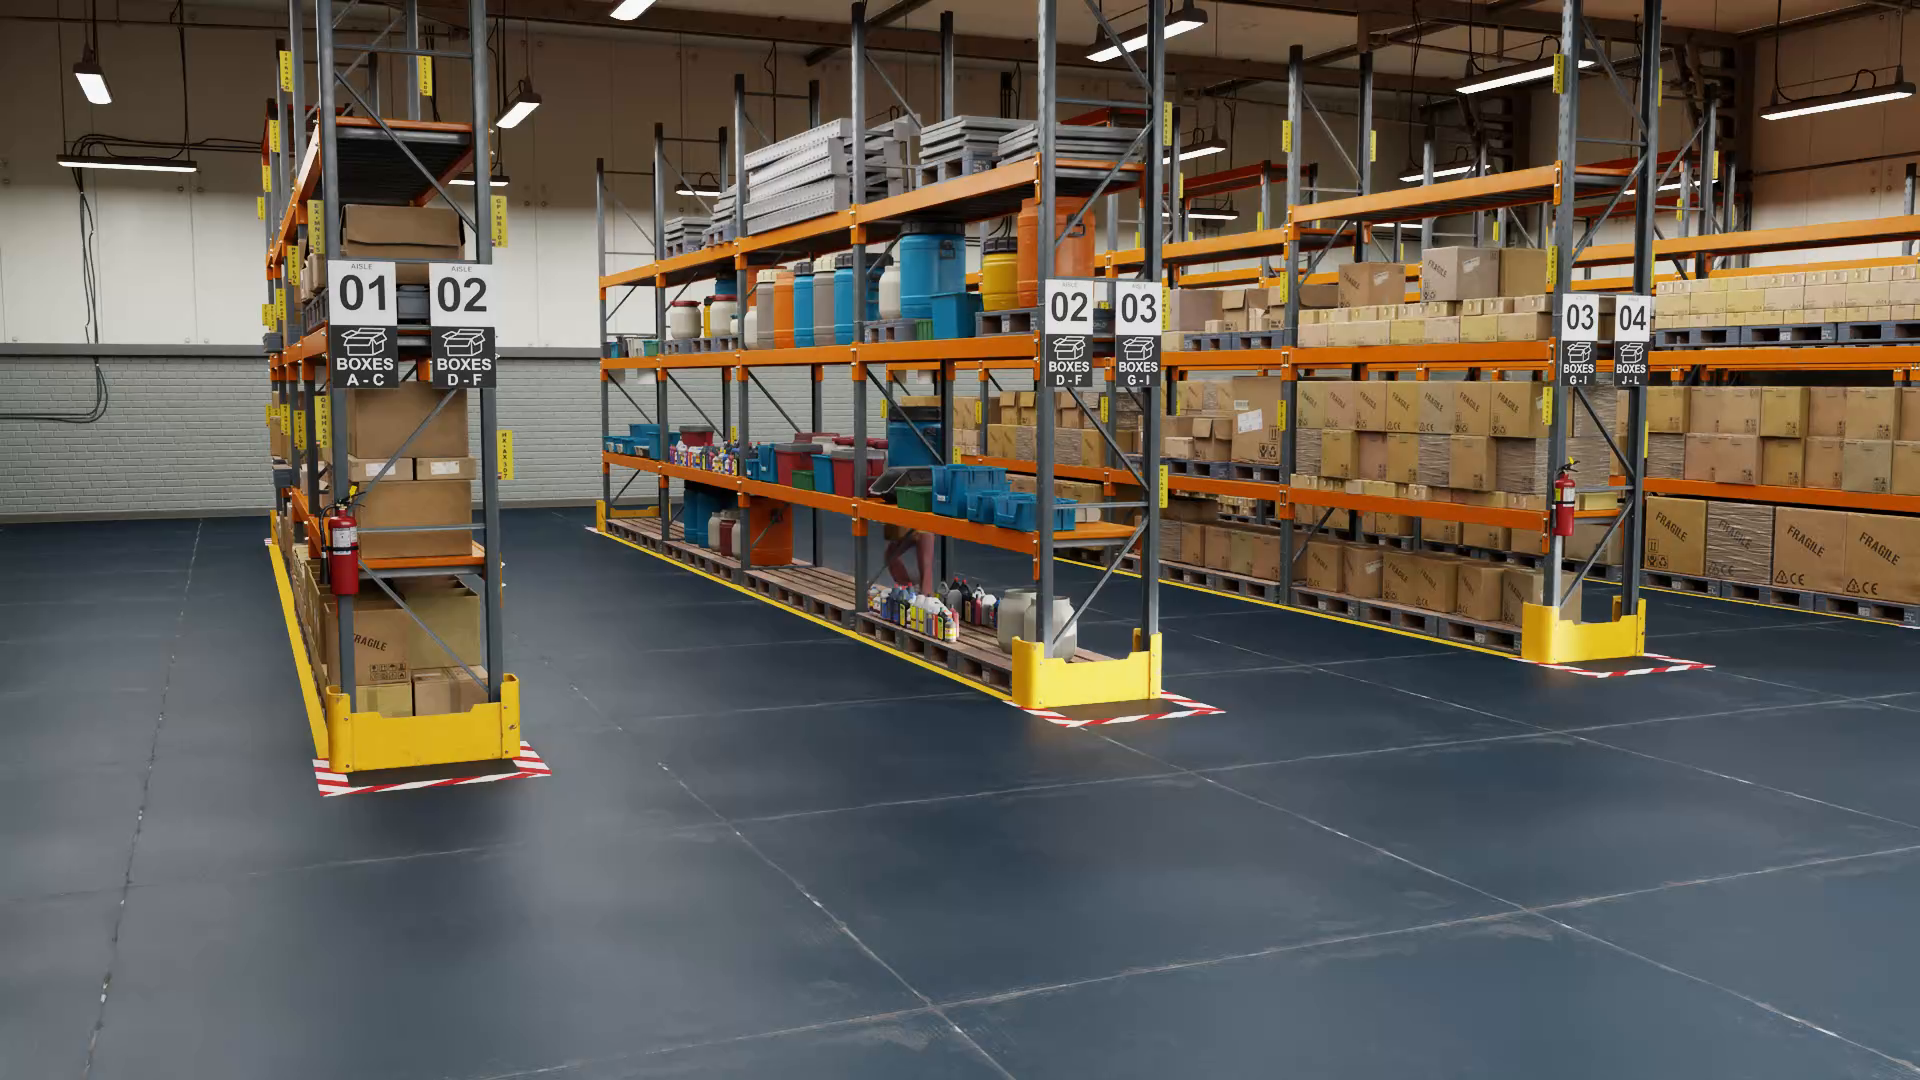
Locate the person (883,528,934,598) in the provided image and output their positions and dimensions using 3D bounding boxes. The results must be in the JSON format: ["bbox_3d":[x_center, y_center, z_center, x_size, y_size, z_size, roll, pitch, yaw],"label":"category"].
[{"bbox_3d":[-0.488,-0.060,17.544,0.484,1.678,0.550,5,7,40],"label":"person"}]
